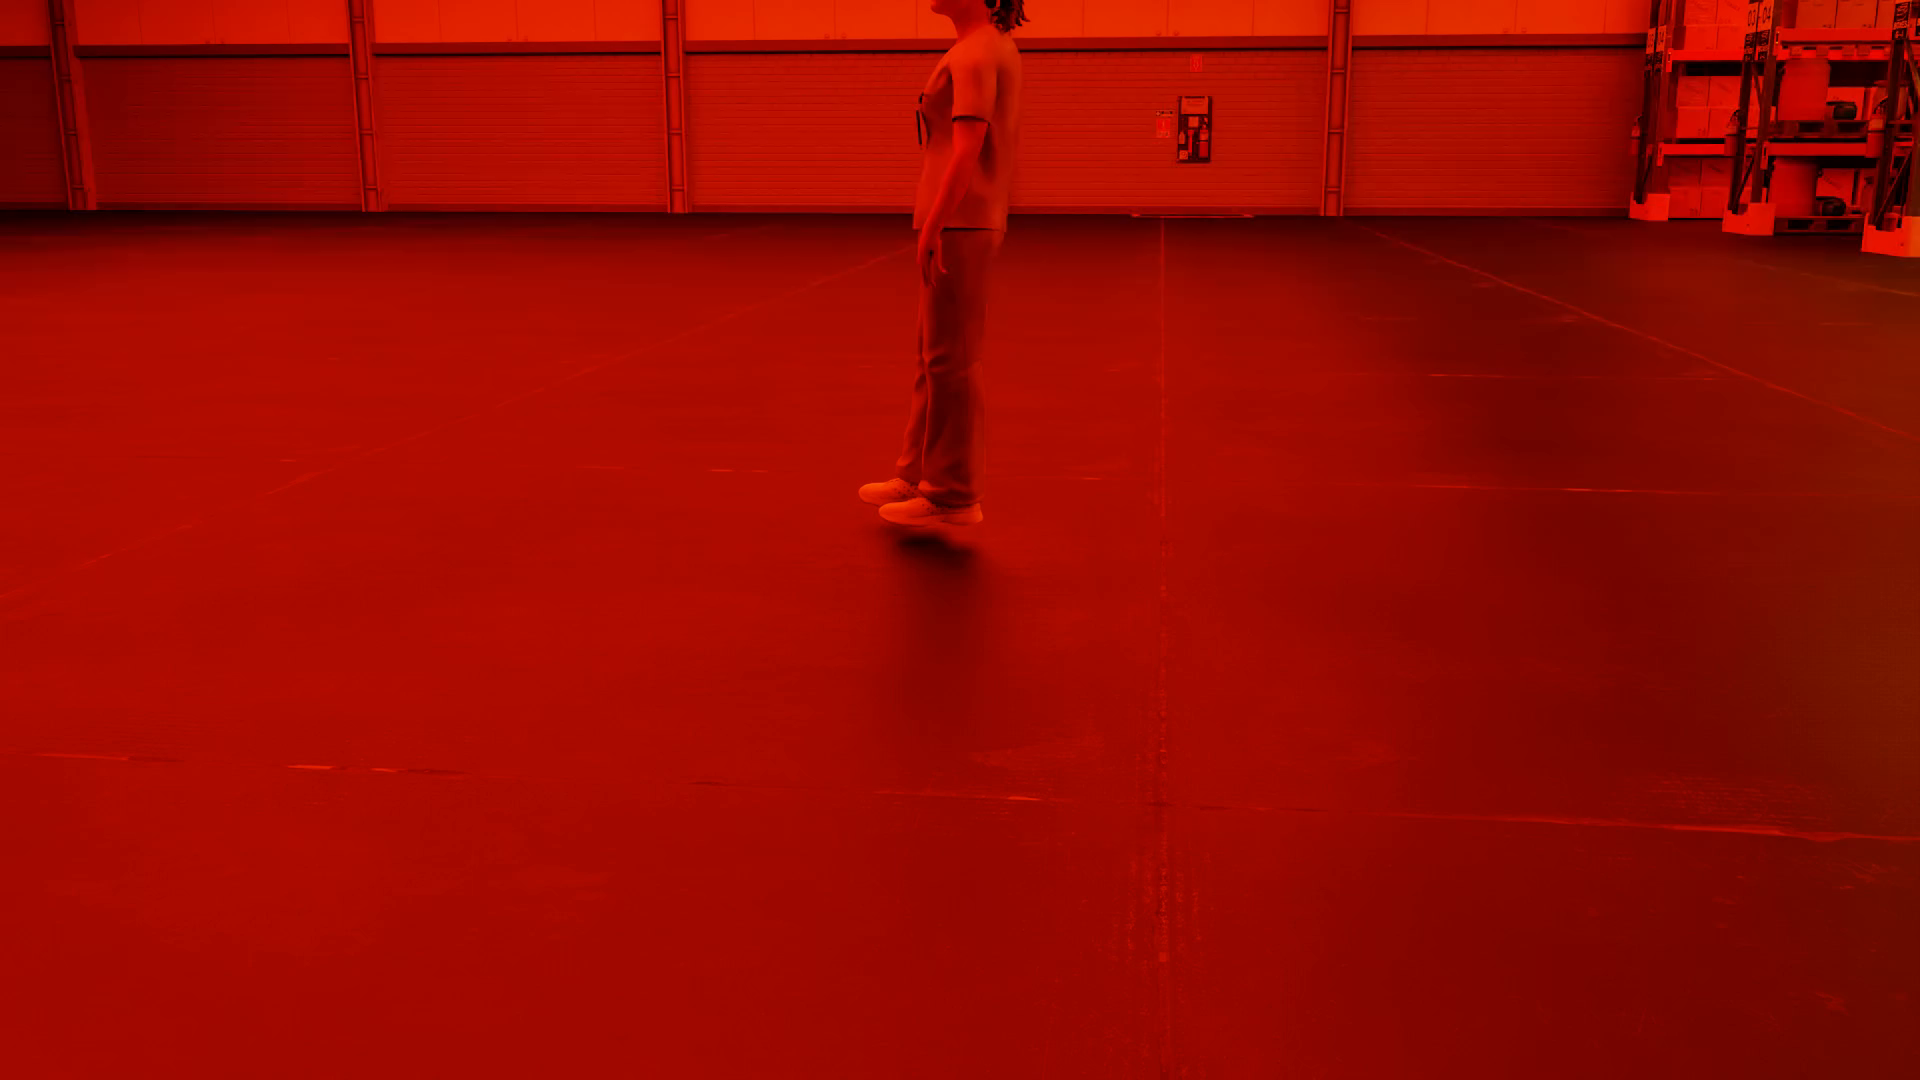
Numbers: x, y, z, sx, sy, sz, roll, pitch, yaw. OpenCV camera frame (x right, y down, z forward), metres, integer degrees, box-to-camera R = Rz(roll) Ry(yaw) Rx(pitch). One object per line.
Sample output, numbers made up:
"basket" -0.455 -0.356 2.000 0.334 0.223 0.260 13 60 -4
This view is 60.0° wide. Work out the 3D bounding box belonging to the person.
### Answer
"person" -0.071 -0.867 4.766 0.549 1.675 0.549 2 13 7
